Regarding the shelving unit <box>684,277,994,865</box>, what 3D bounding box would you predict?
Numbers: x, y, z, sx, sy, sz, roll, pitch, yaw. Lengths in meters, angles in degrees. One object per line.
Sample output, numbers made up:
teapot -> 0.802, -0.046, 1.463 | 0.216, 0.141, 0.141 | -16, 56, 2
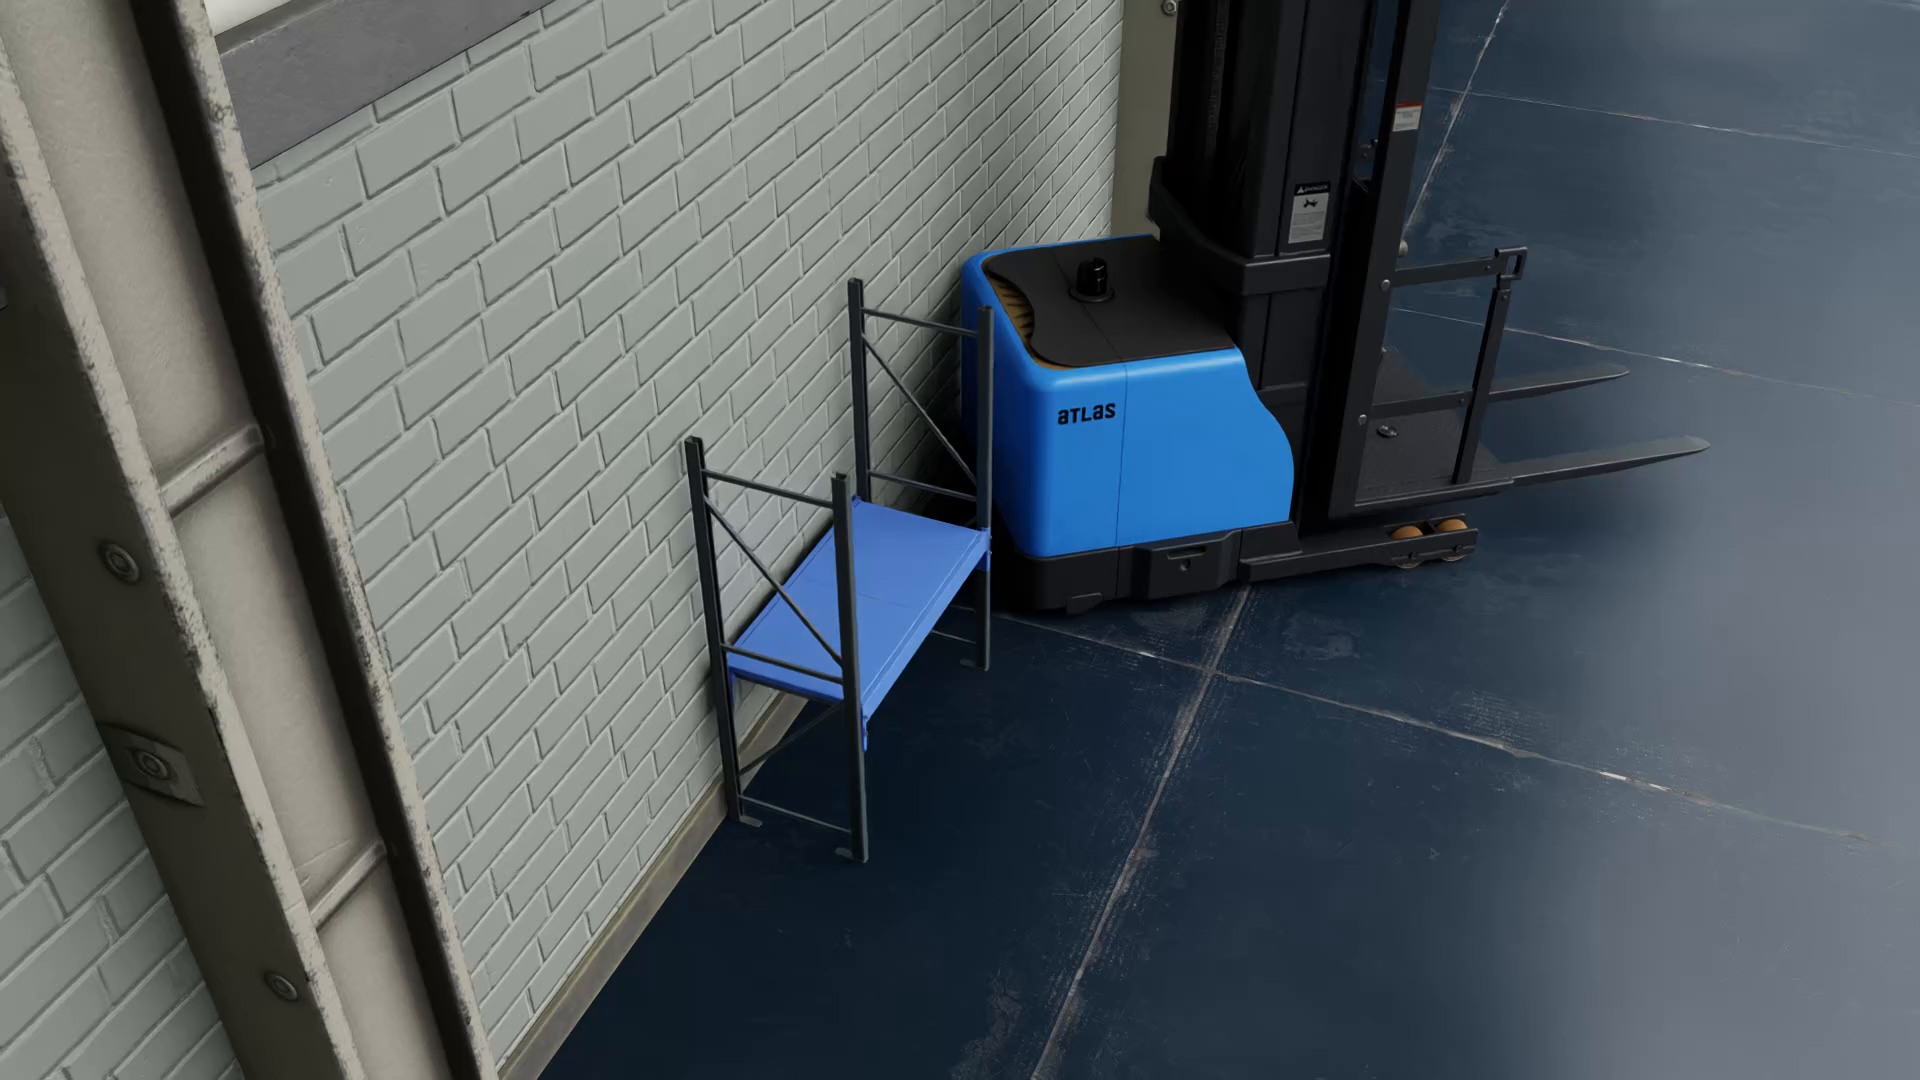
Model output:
shelving unit -> -0.329, 0.097, 5.368 | 0.538, 1.500, 1.048 | 14, 39, 18

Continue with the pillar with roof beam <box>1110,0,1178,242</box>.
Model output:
pillar with roof beam -> 4.954, -4.072, 4.682 | 9.100, 9.000, 0.400 | 14, 39, 18

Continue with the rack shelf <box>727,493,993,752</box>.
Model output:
rack shelf -> -0.329, 0.241, 5.475 | 0.538, 0.185, 1.000 | 14, 39, 18

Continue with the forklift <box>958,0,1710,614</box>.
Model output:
forklift -> 1.566, -1.360, 6.122 | 3.031, 2.935, 1.130 | -8, 38, -11

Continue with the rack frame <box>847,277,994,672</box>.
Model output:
rack frame -> -0.128, -0.183, 5.741 | 0.500, 1.500, 0.032 | 14, 39, 18

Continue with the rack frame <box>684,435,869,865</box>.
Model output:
rack frame -> -0.530, 0.376, 4.994 | 0.500, 1.500, 0.032 | 14, 39, 18
